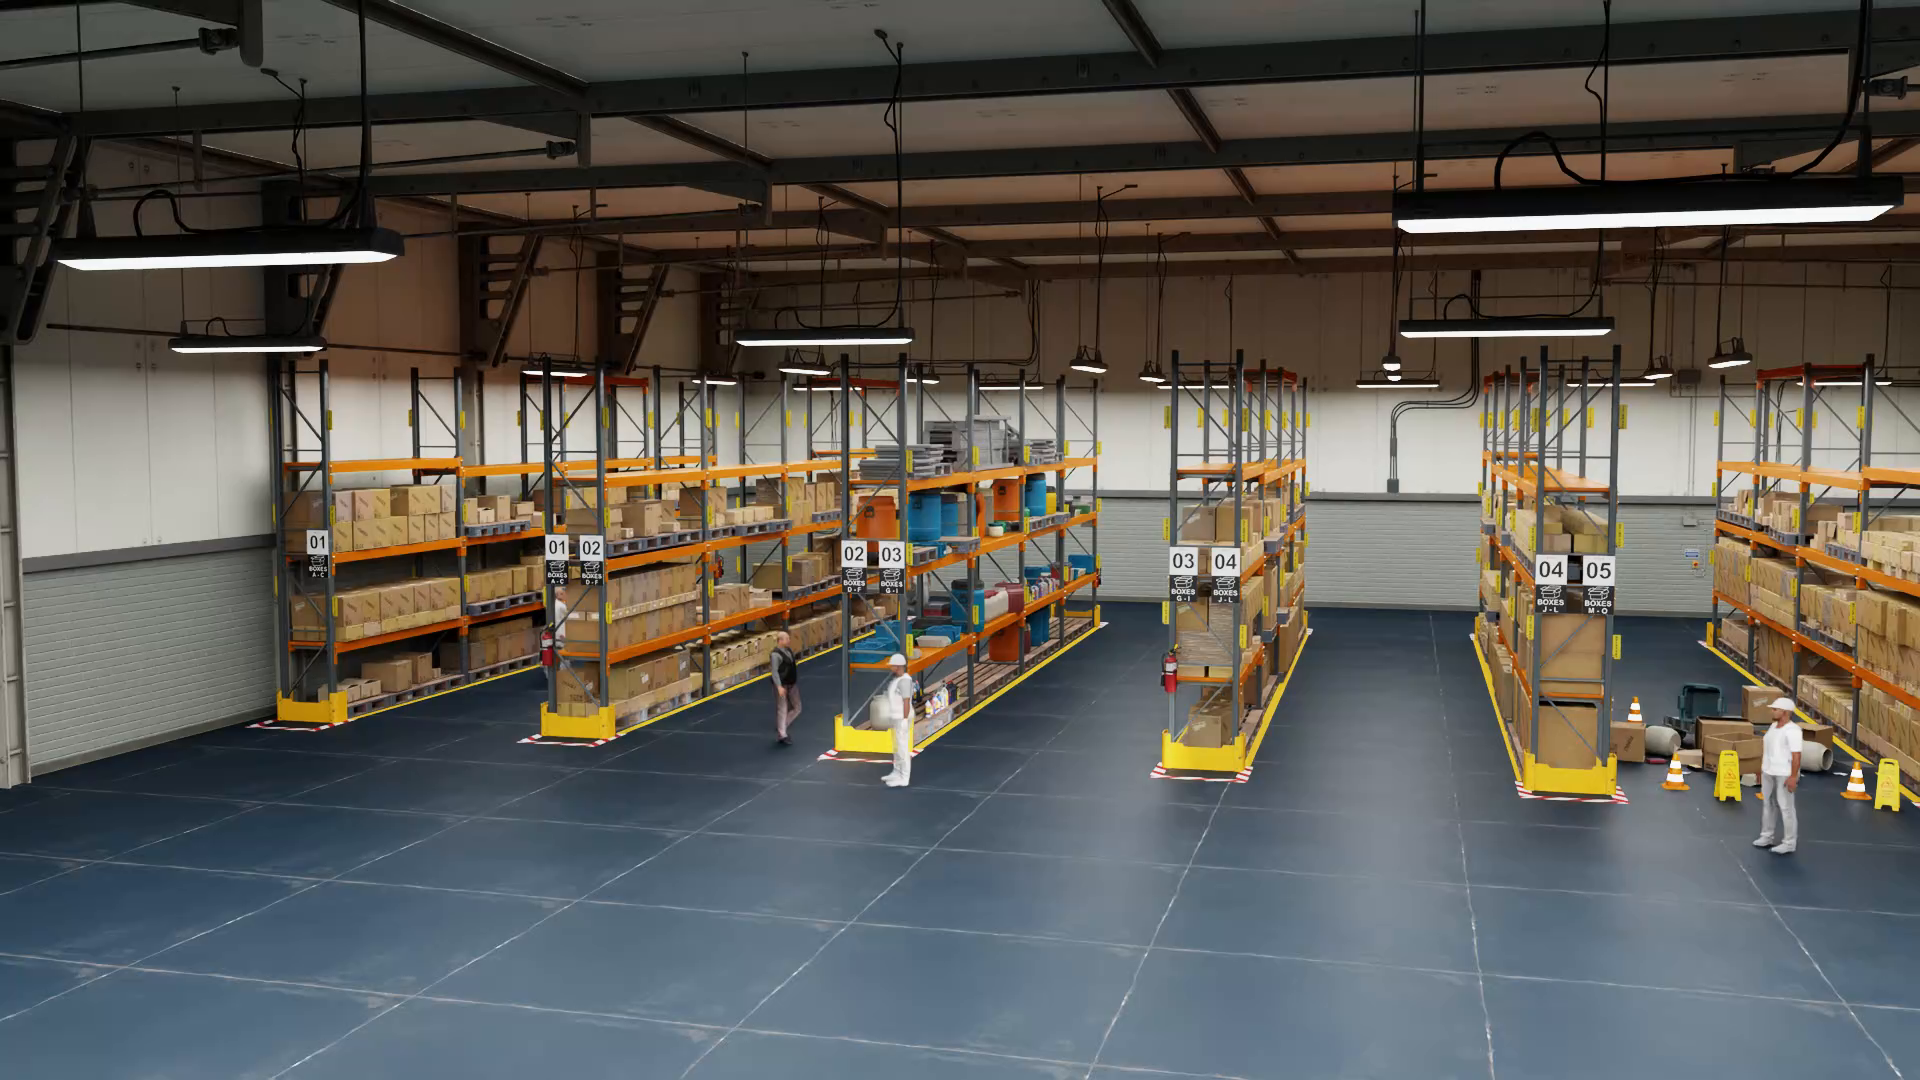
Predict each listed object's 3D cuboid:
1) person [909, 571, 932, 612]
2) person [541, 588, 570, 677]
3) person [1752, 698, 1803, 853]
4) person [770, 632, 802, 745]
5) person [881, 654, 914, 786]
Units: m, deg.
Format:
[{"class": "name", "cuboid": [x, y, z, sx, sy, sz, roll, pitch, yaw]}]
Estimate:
[{"class": "person", "cuboid": [-1.046, 1.097, 42.651, 0.504, 1.657, 0.639, -3, 5, -40]}, {"class": "person", "cuboid": [-7.738, 1.819, 32.027, 0.663, 1.729, 0.539, -3, 5, -38]}, {"class": "person", "cuboid": [9.532, 2.717, 19.372, 0.424, 1.771, 0.625, -1, 4, -18]}, {"class": "person", "cuboid": [-2.703, 2.286, 25.847, 0.498, 1.734, 0.670, 2, 5, 26]}, {"class": "person", "cuboid": [-0.859, 2.456, 22.877, 0.436, 1.788, 0.598, -1, 4, -14]}]
